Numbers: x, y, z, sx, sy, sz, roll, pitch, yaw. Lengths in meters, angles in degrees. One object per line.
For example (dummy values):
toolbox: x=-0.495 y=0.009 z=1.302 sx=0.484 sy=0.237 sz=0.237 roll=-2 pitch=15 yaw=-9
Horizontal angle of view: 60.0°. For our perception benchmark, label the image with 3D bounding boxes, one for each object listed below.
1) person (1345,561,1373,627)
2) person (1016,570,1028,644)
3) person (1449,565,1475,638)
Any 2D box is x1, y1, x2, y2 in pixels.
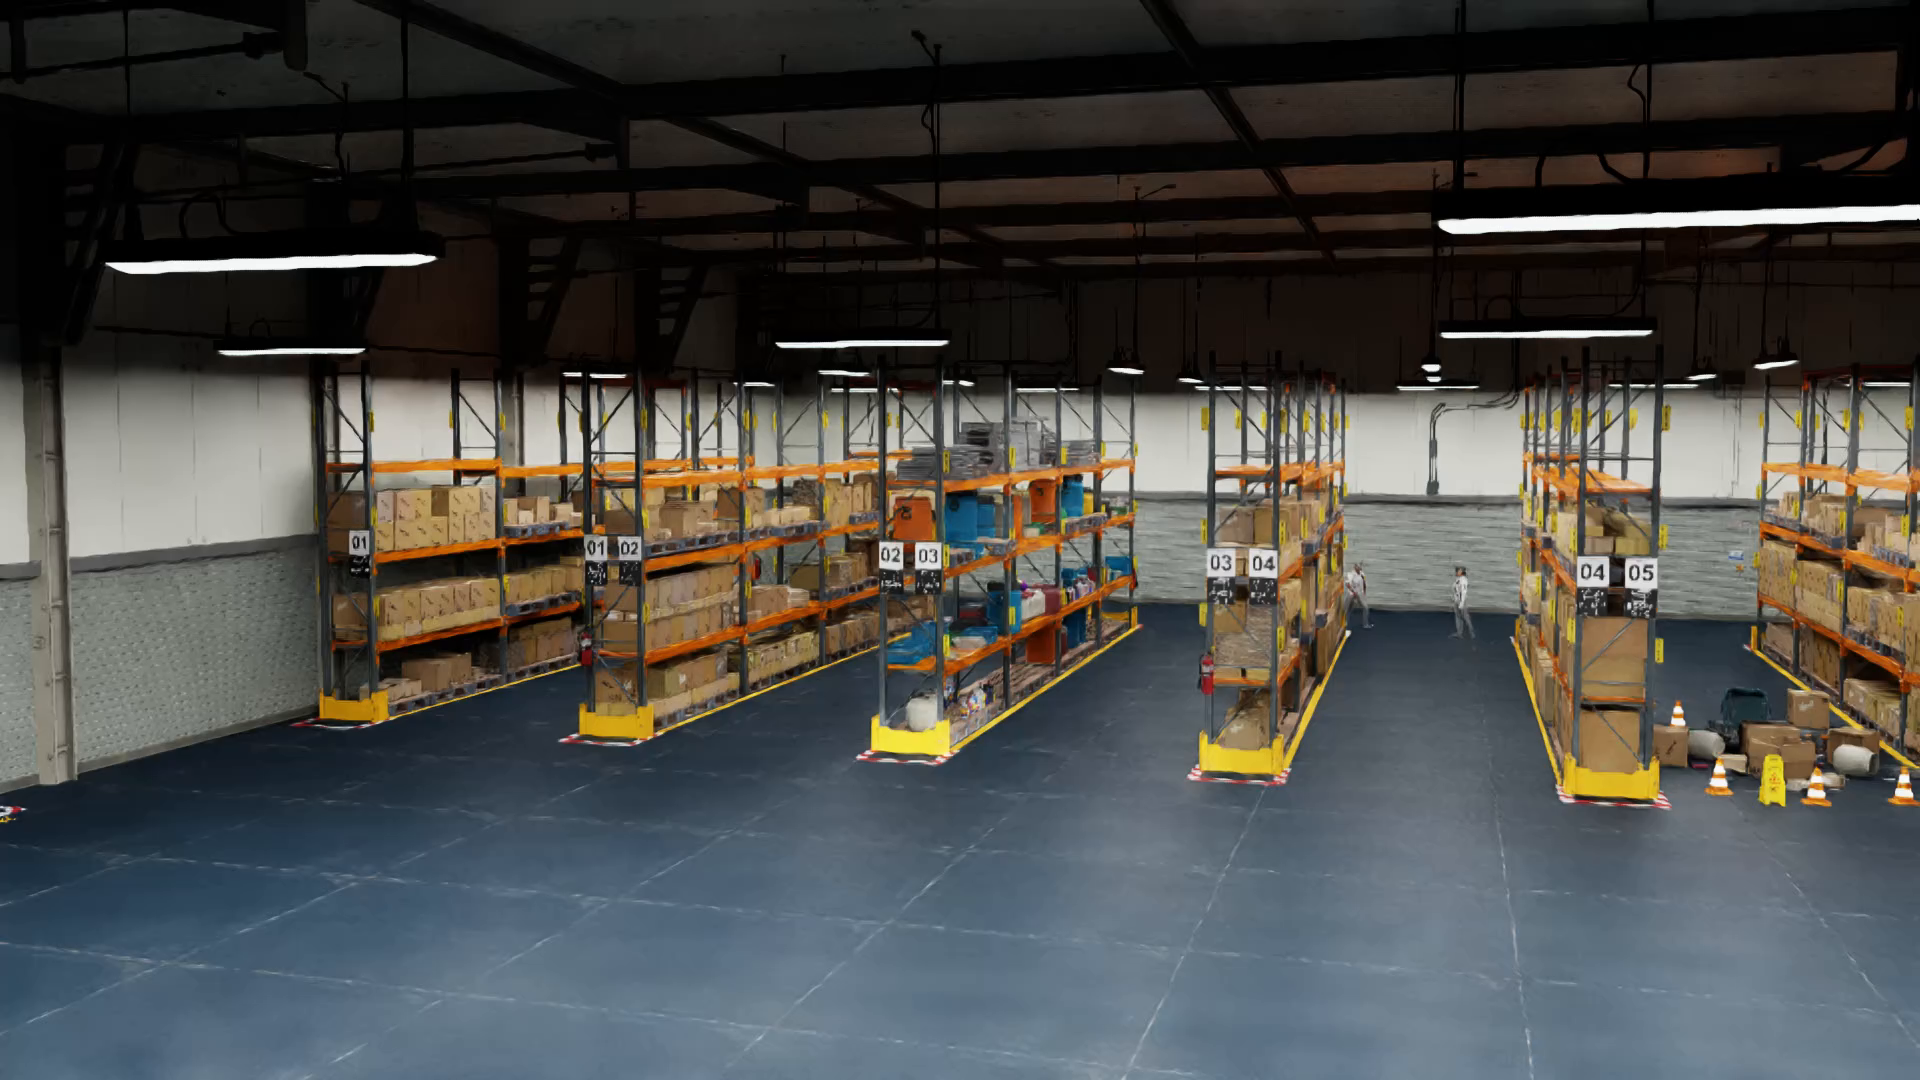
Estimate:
person: x=9.646 y=1.307 z=40.419 sx=0.614 sy=1.611 sz=0.765 roll=0 pitch=4 yaw=-5
person: x=1.206 y=1.487 z=37.347 sx=0.719 sy=1.714 sz=0.578 roll=1 pitch=4 yaw=15
person: x=11.664 y=1.425 z=38.536 sx=0.478 sy=1.670 sz=0.641 roll=-1 pitch=4 yaw=-8
